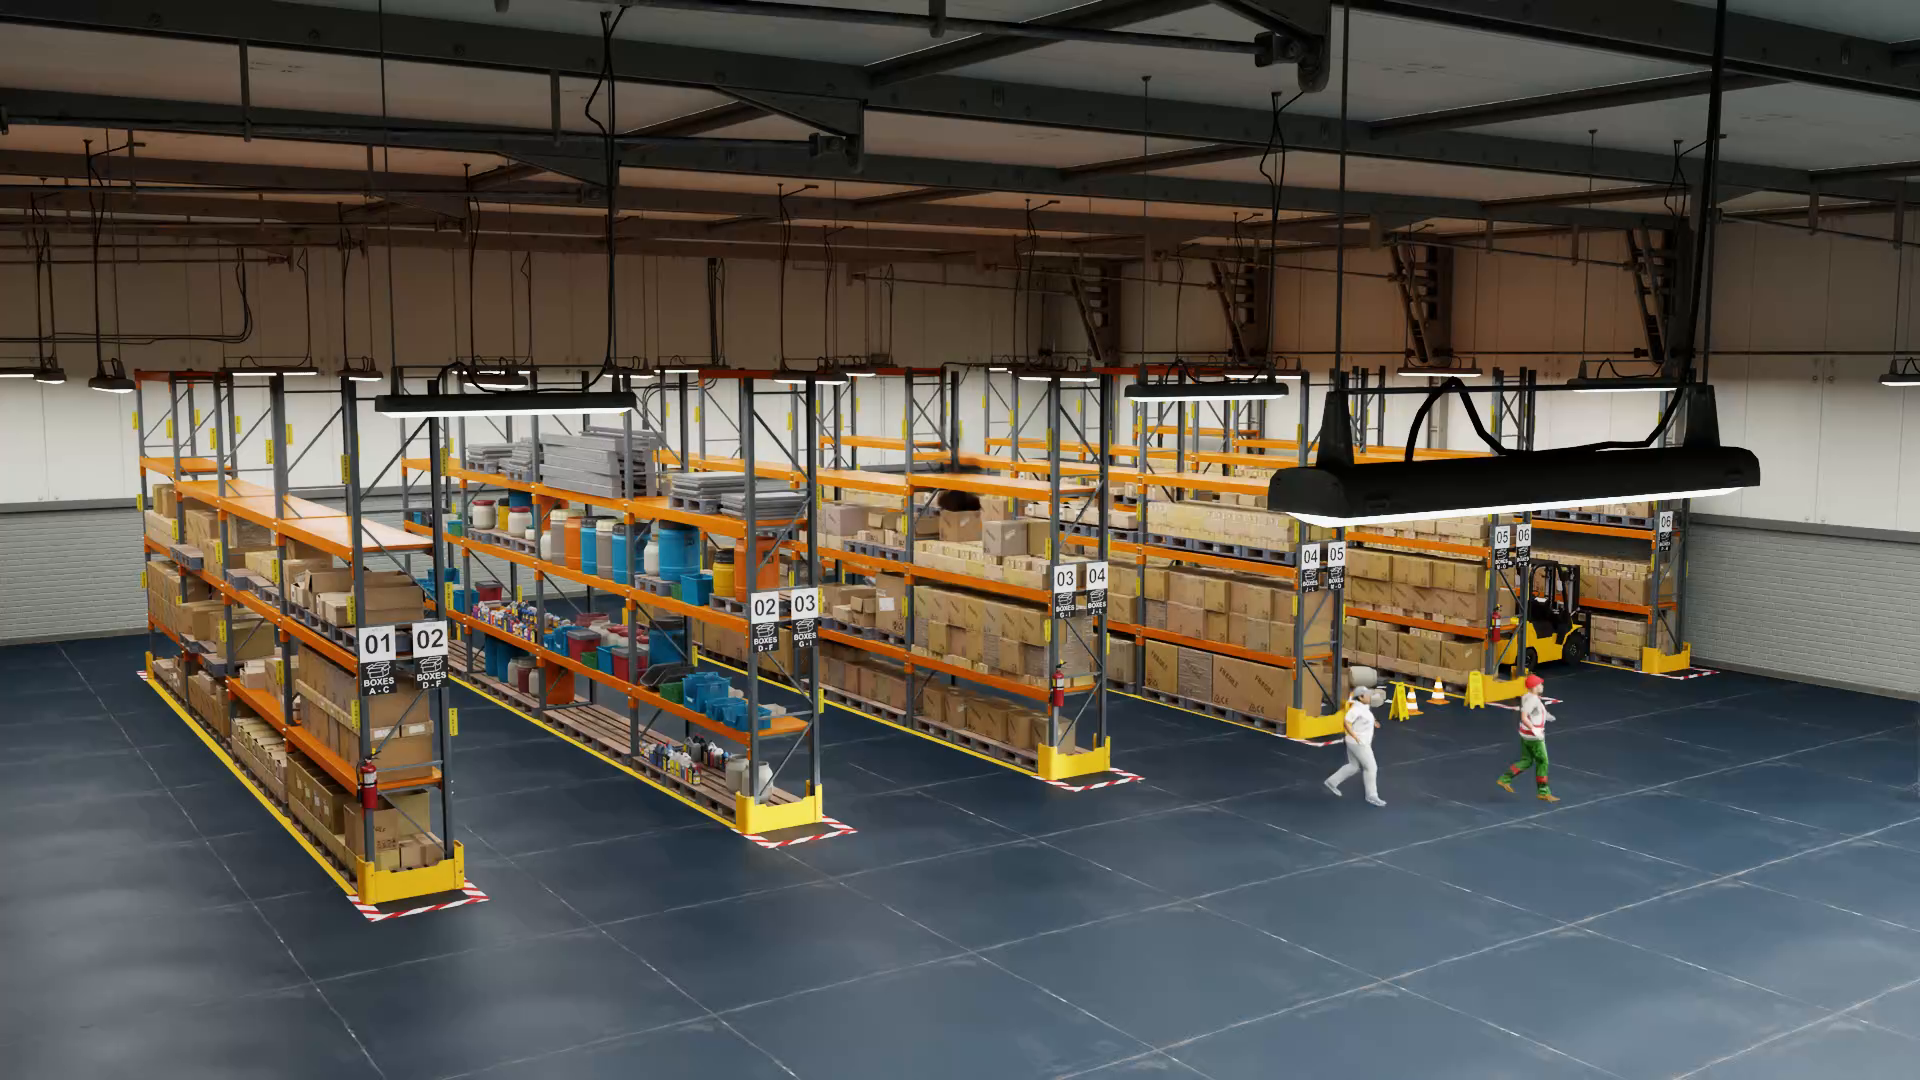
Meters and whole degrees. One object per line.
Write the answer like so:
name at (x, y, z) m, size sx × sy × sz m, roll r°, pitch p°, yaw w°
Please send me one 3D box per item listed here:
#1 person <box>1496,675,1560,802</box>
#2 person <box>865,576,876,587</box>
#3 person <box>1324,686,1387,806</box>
person at (8.049, 2.789, 23.467) m, size 0.862 × 1.796 × 0.651 m, roll 1°, pitch 6°, yaw 5°
person at (-2.249, 0.619, 42.991) m, size 0.662 × 1.726 × 0.706 m, roll -4°, pitch 8°, yaw -32°
person at (5.575, 2.875, 23.399) m, size 0.869 × 1.687 × 0.592 m, roll 1°, pitch 7°, yaw 9°
